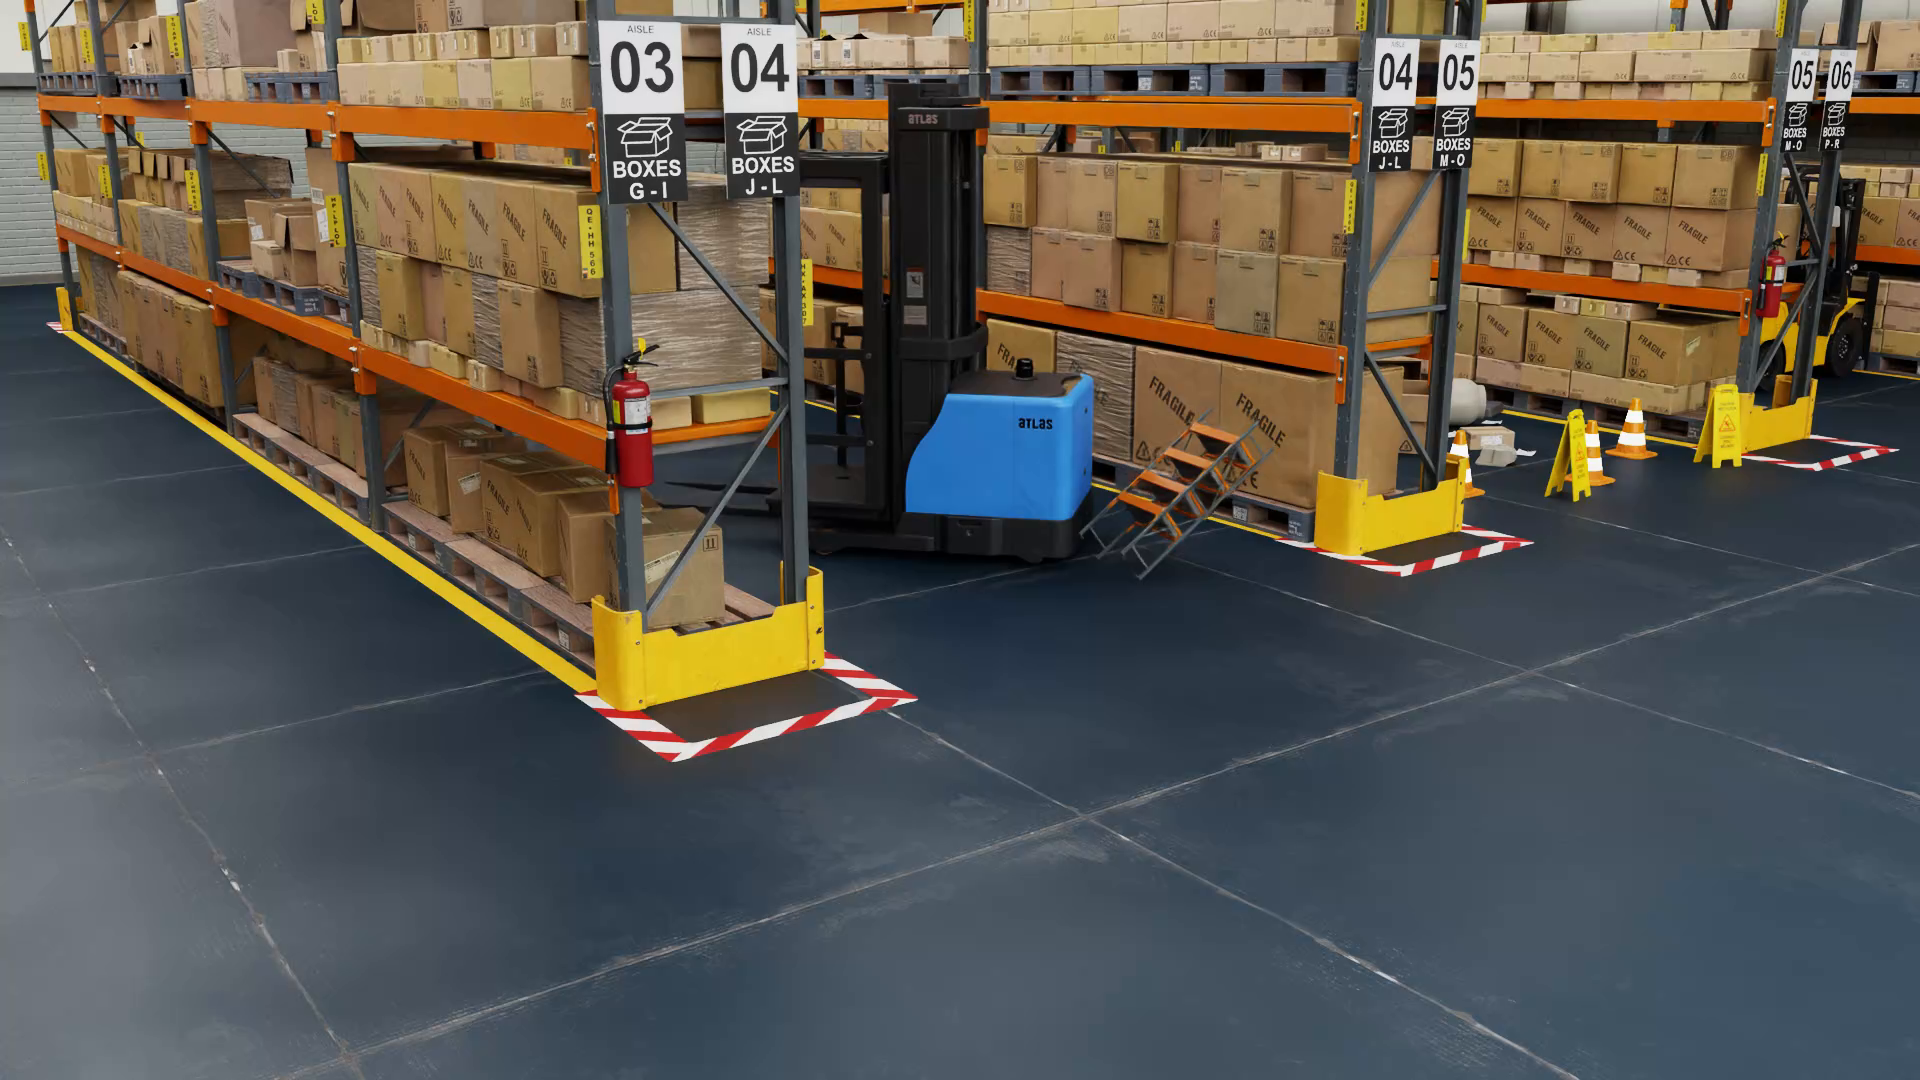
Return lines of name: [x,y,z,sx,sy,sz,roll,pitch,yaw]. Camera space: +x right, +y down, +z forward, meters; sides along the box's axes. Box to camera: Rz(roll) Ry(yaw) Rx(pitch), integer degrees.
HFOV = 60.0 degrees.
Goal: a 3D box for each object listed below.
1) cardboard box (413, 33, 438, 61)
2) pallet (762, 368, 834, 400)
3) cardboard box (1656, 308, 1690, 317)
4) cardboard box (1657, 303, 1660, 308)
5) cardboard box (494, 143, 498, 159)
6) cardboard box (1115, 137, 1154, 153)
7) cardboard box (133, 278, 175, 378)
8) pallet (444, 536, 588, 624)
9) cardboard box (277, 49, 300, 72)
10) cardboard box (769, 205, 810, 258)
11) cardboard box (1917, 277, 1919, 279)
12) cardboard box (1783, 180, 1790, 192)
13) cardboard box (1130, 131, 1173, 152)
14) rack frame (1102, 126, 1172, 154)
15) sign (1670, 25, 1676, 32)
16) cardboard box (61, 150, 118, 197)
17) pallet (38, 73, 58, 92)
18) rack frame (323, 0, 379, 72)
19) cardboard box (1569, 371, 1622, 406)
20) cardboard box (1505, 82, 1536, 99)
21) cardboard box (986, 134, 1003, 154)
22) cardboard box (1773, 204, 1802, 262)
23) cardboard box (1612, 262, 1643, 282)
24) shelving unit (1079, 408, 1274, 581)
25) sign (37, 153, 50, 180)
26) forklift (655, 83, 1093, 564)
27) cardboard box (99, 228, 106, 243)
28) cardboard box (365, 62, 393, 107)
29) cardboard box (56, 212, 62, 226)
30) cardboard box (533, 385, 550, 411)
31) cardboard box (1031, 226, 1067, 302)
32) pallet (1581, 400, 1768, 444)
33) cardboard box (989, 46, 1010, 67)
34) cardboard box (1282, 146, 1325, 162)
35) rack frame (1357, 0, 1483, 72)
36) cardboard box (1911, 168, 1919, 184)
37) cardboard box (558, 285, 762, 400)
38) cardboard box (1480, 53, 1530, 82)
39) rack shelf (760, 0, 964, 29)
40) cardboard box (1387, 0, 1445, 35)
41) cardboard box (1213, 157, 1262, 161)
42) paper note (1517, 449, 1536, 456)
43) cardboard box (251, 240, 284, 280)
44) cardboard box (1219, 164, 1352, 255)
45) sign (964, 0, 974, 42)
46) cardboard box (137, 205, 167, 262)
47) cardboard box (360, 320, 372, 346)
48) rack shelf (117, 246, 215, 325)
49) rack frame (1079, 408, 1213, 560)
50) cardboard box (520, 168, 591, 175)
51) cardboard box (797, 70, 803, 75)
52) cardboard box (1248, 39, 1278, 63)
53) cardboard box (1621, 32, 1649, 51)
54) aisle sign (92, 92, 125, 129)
cardboard box: [-2.824,-2.752,9.297,0.380,0.149,0.250,-11,19,-36]
pallet: [-1.441,-1.653,16.715,1.003,0.211,1.213,-11,19,-35]
cardboard box: [6.229,-1.829,15.068,0.500,0.500,0.500,-12,19,-37]
cardboard box: [8.150,-3.052,20.247,0.875,0.625,0.625,-10,18,-32]
cardboard box: [-5.908,-5.202,21.753,0.500,0.500,0.500,-11,19,-36]
cardboard box: [2.009,-4.642,20.269,0.500,0.500,0.500,-12,19,-36]
cardboard box: [-7.348,-2.137,16.432,1.225,0.875,0.875,-12,19,-36]
pallet: [-2.418,0.168,10.062,1.003,0.211,1.213,-11,19,-35]
cardboard box: [-4.746,-3.497,12.136,0.380,0.166,0.250,-12,19,-36]
cardboard box: [-1.496,-2.980,16.093,0.500,0.500,0.500,-11,19,-35]
cardboard box: [10.392,-2.627,17.513,0.500,0.250,0.500,-11,19,-34]
cardboard box: [9.170,-3.859,18.076,0.380,0.149,0.250,-12,19,-36]
cardboard box: [3.102,-6.385,27.024,0.500,0.500,0.500,-11,19,-36]
rack frame: [2.101,-3.968,19.891,1.000,3.000,0.127,-11,19,-35]
sign: [8.033,-5.647,18.767,0.100,0.325,0.005,-11,19,-35]
cardboard box: [-9.951,-4.210,19.075,0.500,0.500,0.500,-11,19,-36]
pallet: [-10.174,-5.385,19.555,1.003,0.211,1.213,-11,19,-35]
rack frame: [-3.563,-4.469,10.358,1.000,3.000,0.127,-11,19,-35]
cardboard box: [5.814,-1.379,14.844,0.500,0.250,0.500,-11,19,-34]
cardboard box: [5.125,-4.046,14.970,0.380,0.149,0.250,-11,19,-36]
cardboard box: [0.390,-5.002,21.586,0.500,0.500,0.500,-11,19,-36]
cardboard box: [6.751,-2.595,14.124,0.500,0.500,0.500,-11,19,-35]
cardboard box: [5.864,-2.330,14.384,0.380,0.149,0.250,-10,18,-34]
shelving unit: [1.349,-0.301,10.381,1.200,0.258,0.503,-43,29,-11]
sign: [-11.071,-4.509,20.078,0.100,0.325,0.005,-11,19,-35]
forklift: [-0.675,-1.448,10.816,3.031,2.935,1.130,3,16,12]
cardboard box: [-9.013,-3.287,17.878,0.380,0.149,0.250,-11,19,-35]
cardboard box: [-3.190,-2.702,9.868,0.500,0.250,0.500,-11,19,-35]
cardboard box: [-10.677,-3.890,20.081,0.380,0.149,0.250,-11,19,-34]
cardboard box: [-2.015,-0.784,8.733,0.380,0.149,0.250,-11,19,-35]
cardboard box: [1.077,-2.205,13.167,0.875,0.550,0.550,-11,19,-35]
pallet: [6.311,-1.110,14.731,1.003,0.211,1.213,-11,19,-35]
cardboard box: [0.448,-3.770,12.976,0.380,0.149,0.250,-11,19,-35]
cardboard box: [3.583,-4.029,17.339,0.380,0.149,0.250,-12,19,-36]
rack frame: [2.860,-4.363,9.971,1.000,3.000,0.127,-11,19,-35]
cardboard box: [10.005,-3.743,17.089,0.380,0.149,0.250,-11,19,-34]
cardboard box: [-1.512,-1.035,8.422,0.875,0.500,0.500,-11,19,-35]
cardboard box: [5.085,-4.277,15.061,0.500,0.250,0.500,-11,19,-34]
rack shelf: [-1.427,-7.603,23.928,1.077,0.370,4.000,-11,19,-35]
cardboard box: [2.784,-3.381,10.801,0.500,0.250,0.500,-11,19,-35]
cardboard box: [3.096,-3.899,18.093,0.500,0.500,0.500,-12,19,-37]
paper note: [4.639,-0.720,13.650,0.142,0.019,0.148,10,18,33]
cardboard box: [-5.115,-2.166,12.797,0.500,0.250,0.500,-12,19,-36]
cardboard box: [2.276,-2.251,11.289,0.875,0.550,0.550,-11,19,-35]
sign: [0.075,-4.085,13.063,0.100,0.325,0.005,-11,19,-35]
cardboard box: [-7.608,-2.981,16.095,0.500,0.500,0.500,-11,19,-36]
cardboard box: [-3.680,-1.362,10.845,0.380,0.149,0.250,-11,19,-35]
rack shelf: [-7.091,-2.510,15.926,1.077,0.370,4.000,-11,19,-35]
rack frame: [1.238,-0.360,10.590,1.200,0.240,0.015,-43,29,-11]
cardboard box: [-2.196,-1.875,9.599,0.500,0.500,0.500,-11,19,-35]
cardboard box: [-1.964,-4.836,17.192,0.500,0.500,0.500,-11,19,-35]
cardboard box: [2.092,-3.173,10.796,0.380,0.149,0.250,-11,19,-34]
cardboard box: [5.836,-4.224,14.112,0.380,0.149,0.250,-11,19,-35]
aisle sign: [-10.418,-5.454,20.395,0.394,0.787,0.004,-11,19,-35]
